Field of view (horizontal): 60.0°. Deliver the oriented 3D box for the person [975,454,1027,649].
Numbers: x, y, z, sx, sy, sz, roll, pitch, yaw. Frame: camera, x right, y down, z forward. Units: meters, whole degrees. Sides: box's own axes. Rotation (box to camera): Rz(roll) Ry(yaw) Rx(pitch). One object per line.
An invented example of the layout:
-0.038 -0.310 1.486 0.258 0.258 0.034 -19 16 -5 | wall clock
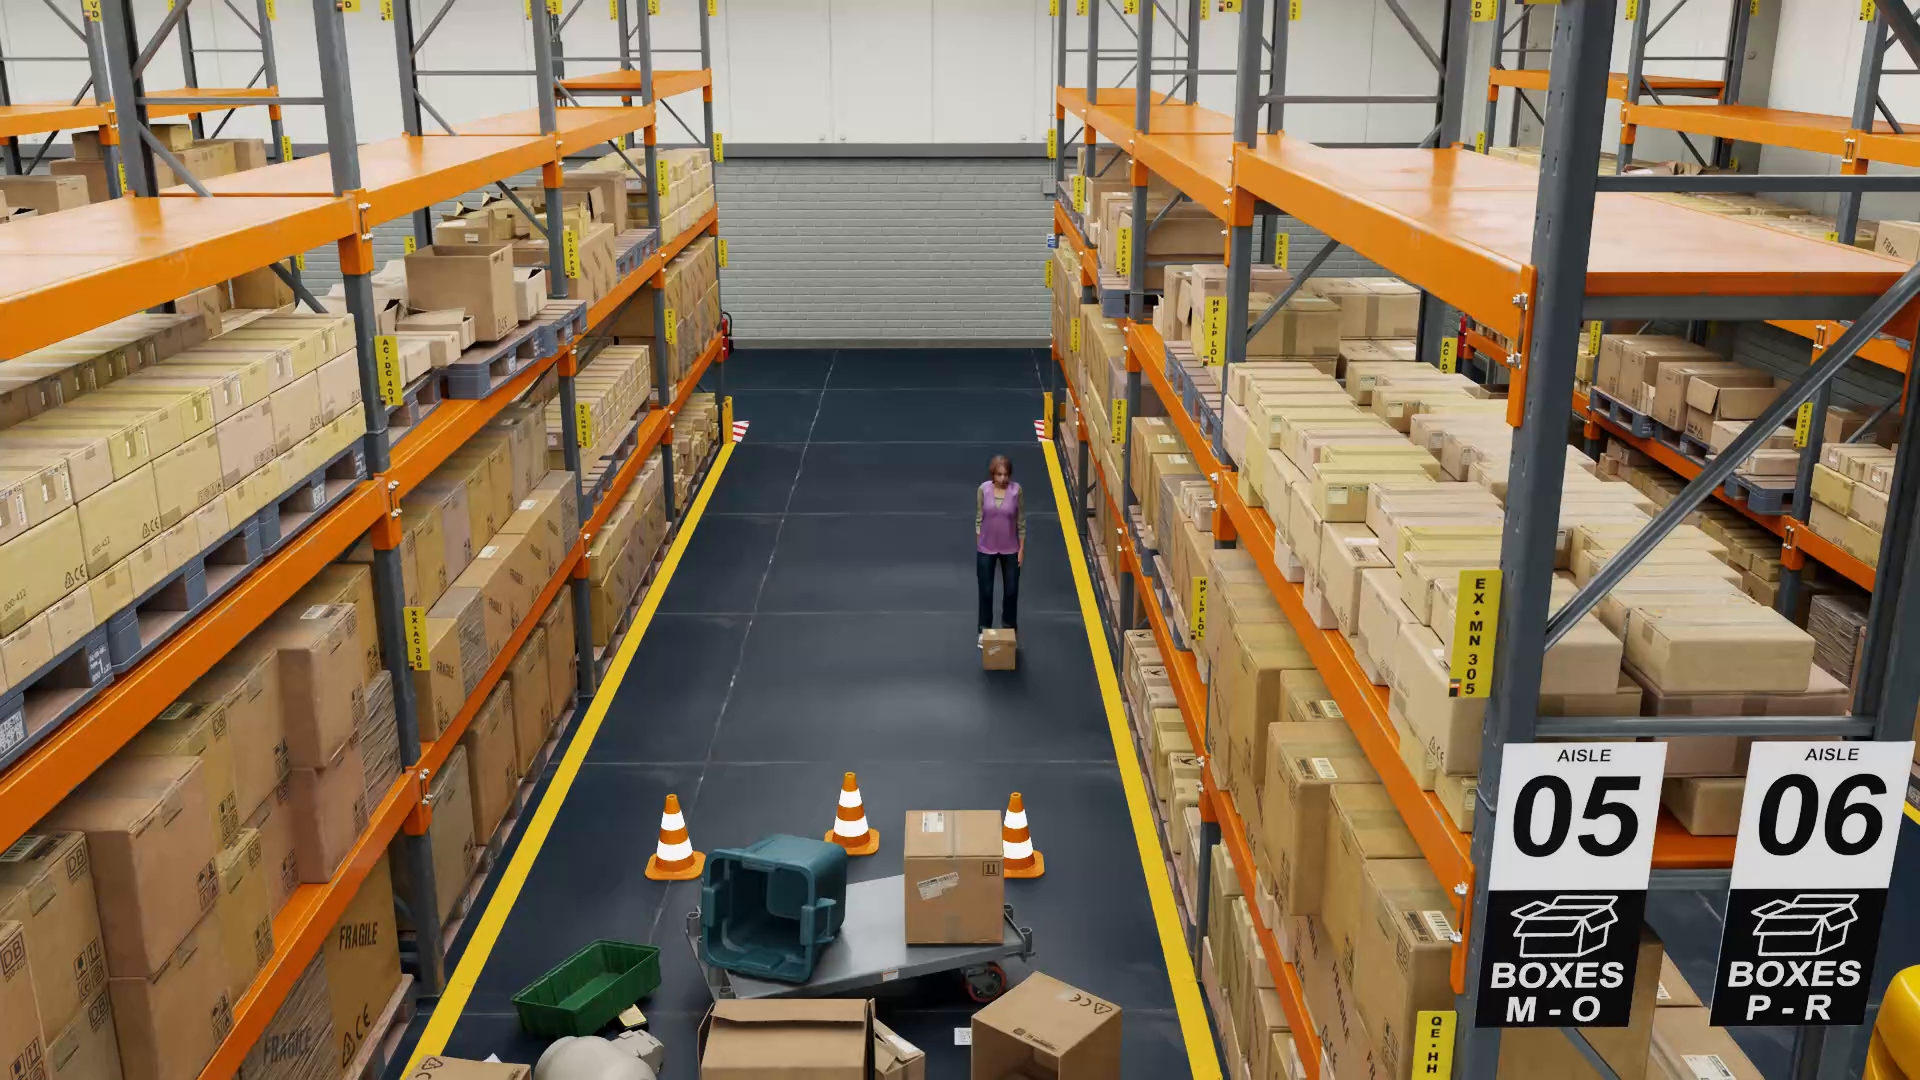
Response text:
0.326 0.100 13.289 0.409 1.586 0.301 0 17 0 | person
